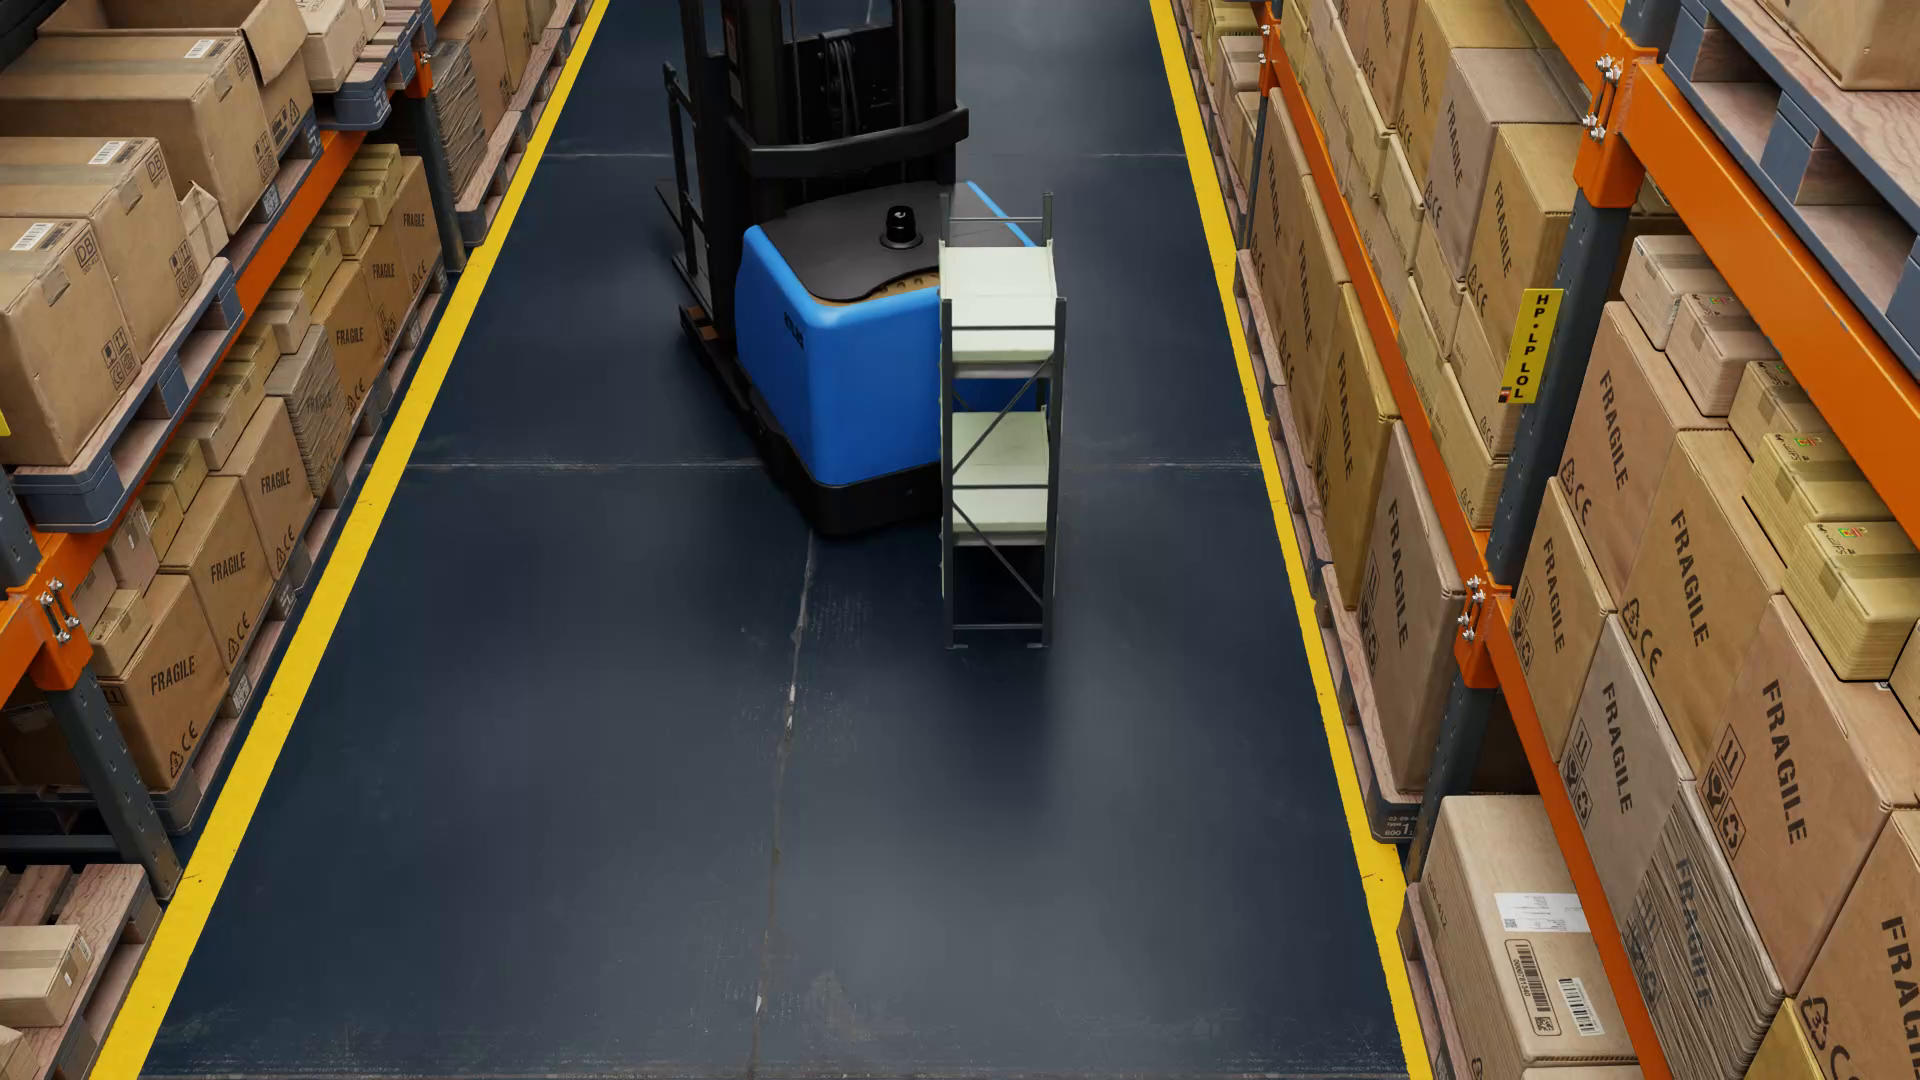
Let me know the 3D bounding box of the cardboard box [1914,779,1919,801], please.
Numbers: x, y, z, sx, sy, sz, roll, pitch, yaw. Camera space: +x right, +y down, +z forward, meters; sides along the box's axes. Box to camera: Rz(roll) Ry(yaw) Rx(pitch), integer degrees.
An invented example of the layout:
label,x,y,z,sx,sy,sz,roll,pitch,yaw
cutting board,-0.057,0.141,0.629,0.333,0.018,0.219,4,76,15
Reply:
label,x,y,z,sx,sy,sz,roll,pitch,yaw
cardboard box,1.667,0.410,2.442,0.380,0.149,0.250,0,39,0

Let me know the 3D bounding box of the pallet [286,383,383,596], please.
label,x,y,z,sx,sy,sz,roll,pitch,yaw
pallet,-3.064,-0.237,6.877,1.003,0.211,1.213,0,39,0

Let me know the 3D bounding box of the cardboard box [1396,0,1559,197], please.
label,x,y,z,sx,sy,sz,roll,pitch,yaw
cardboard box,1.703,-1.407,5.227,0.500,0.500,0.500,1,39,1

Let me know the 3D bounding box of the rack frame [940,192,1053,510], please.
label,x,y,z,sx,sy,sz,roll,pitch,yaw
rack frame,0.129,-0.639,6.348,0.400,1.500,0.023,-1,39,-1

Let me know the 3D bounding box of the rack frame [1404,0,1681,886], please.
label,x,y,z,sx,sy,sz,roll,pitch,yaw
rack frame,1.943,-0.058,4.423,1.000,3.000,0.127,0,39,0

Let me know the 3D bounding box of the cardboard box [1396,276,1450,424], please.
label,x,y,z,sx,sy,sz,roll,pitch,yaw
cardboard box,1.691,-0.598,5.218,0.500,0.250,0.500,-1,39,-1

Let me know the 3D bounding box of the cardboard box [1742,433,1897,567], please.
label,x,y,z,sx,sy,sz,roll,pitch,yaw
cardboard box,1.682,-0.067,3.037,0.380,0.149,0.250,0,39,0

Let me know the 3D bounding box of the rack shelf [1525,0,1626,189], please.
label,x,y,z,sx,sy,sz,roll,pitch,yaw
rack shelf,1.941,-2.198,5.271,1.077,0.370,4.000,0,39,0

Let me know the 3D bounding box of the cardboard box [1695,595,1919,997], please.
label,x,y,z,sx,sy,sz,roll,pitch,yaw
cardboard box,1.685,0.447,2.914,0.500,0.500,0.500,1,39,1

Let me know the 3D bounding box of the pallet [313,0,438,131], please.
label,x,y,z,sx,sy,sz,roll,pitch,yaw
pallet,-2.954,-2.055,7.069,1.213,0.211,1.003,0,39,0

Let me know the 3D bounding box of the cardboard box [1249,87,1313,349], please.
label,x,y,z,sx,sy,sz,roll,pitch,yaw
cardboard box,1.856,-1.462,7.539,0.875,0.875,0.875,0,39,0

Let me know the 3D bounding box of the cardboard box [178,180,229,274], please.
label,x,y,z,sx,sy,sz,roll,pitch,yaw
cardboard box,-2.638,-1.032,5.411,0.396,0.266,0.258,2,39,2

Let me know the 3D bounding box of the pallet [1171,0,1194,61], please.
label,x,y,z,sx,sy,sz,roll,pitch,yaw
pallet,1.936,-3.486,10.931,1.003,0.211,1.213,0,39,0

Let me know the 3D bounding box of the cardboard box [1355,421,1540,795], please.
label,x,y,z,sx,sy,sz,roll,pitch,yaw
cardboard box,1.862,0.220,5.440,0.875,0.875,0.875,1,39,1

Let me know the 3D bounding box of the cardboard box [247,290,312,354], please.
label,x,y,z,sx,sy,sz,roll,pitch,yaw
cardboard box,-2.798,-0.857,6.565,0.380,0.149,0.250,-2,39,-2

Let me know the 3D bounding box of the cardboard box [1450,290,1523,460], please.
label,x,y,z,sx,sy,sz,roll,pitch,yaw
cardboard box,1.699,-0.470,4.658,0.500,0.250,0.500,0,39,0

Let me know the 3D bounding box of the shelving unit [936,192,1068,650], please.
label,x,y,z,sx,sy,sz,roll,pitch,yaw
shelving unit,0.135,-0.410,6.063,0.431,1.500,0.755,-1,39,-1

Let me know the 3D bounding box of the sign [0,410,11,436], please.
label,x,y,z,sx,sy,sz,roll,pitch,yaw
sign,-2.478,-0.395,4.152,0.100,0.325,0.005,0,39,0

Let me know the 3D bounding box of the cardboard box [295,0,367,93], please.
label,x,y,z,sx,sy,sz,roll,pitch,yaw
cardboard box,-2.700,-1.999,6.630,0.500,0.250,0.500,-2,39,-2

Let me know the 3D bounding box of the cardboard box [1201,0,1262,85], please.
label,x,y,z,sx,sy,sz,roll,pitch,yaw
cardboard box,1.944,-2.987,9.844,0.950,0.372,0.625,1,39,1

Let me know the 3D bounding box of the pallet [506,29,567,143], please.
label,x,y,z,sx,sy,sz,roll,pitch,yaw
pallet,-2.986,-2.741,10.002,1.003,0.211,1.213,0,39,0

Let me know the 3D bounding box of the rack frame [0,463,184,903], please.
label,x,y,z,sx,sy,sz,roll,pitch,yaw
rack frame,-3.021,-0.052,4.416,1.000,3.000,0.127,0,39,0

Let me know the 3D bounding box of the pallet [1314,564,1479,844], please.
label,x,y,z,sx,sy,sz,roll,pitch,yaw
pallet,1.867,0.548,5.898,1.003,0.211,1.213,0,39,0

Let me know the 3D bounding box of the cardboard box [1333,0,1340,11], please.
label,x,y,z,sx,sy,sz,roll,pitch,yaw
cardboard box,1.705,-2.370,6.429,0.500,0.500,0.500,0,39,0

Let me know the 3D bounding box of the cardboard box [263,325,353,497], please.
label,x,y,z,sx,sy,sz,roll,pitch,yaw
cardboard box,-2.797,-0.512,6.654,0.500,0.500,0.500,-1,39,-2

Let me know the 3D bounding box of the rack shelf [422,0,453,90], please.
label,x,y,z,sx,sy,sz,roll,pitch,yaw
rack shelf,-3.027,-3.523,9.323,1.077,0.370,4.000,0,39,0

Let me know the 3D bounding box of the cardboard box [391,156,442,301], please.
label,x,y,z,sx,sy,sz,roll,pitch,yaw
cardboard box,-2.810,-1.477,7.858,0.500,0.500,0.500,1,39,1

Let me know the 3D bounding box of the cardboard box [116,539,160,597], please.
label,x,y,z,sx,sy,sz,roll,pitch,yaw
cardboard box,-2.833,0.109,5.360,0.380,0.149,0.250,-1,39,-1

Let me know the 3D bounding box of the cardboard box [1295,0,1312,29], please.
label,x,y,z,sx,sy,sz,roll,pitch,yaw
cardboard box,1.692,-2.379,7.040,0.500,0.250,0.500,0,39,0

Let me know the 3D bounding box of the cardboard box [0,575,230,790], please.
label,x,y,z,sx,sy,sz,roll,pitch,yaw
cardboard box,-2.796,0.457,5.444,0.500,0.500,0.500,2,39,2

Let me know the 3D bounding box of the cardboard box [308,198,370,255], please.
label,x,y,z,sx,sy,sz,roll,pitch,yaw
cardboard box,-2.784,-1.351,7.181,0.380,0.149,0.250,-1,39,-2

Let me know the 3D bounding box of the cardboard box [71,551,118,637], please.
label,x,y,z,sx,sy,sz,roll,pitch,yaw
cardboard box,-2.815,0.166,5.051,0.380,0.149,0.250,-1,39,-1

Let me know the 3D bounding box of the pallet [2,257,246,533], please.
label,x,y,z,sx,sy,sz,roll,pitch,yaw
pallet,-2.912,-0.477,5.100,1.003,0.211,1.213,0,39,0

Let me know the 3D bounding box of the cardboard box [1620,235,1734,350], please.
label,x,y,z,sx,sy,sz,roll,pitch,yaw
cardboard box,1.684,-0.542,3.630,0.380,0.149,0.250,-1,39,-1

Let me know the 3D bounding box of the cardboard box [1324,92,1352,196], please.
label,x,y,z,sx,sy,sz,roll,pitch,yaw
cardboard box,1.701,-1.545,6.400,0.500,0.250,0.500,1,39,1

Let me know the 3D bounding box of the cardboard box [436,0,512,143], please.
label,x,y,z,sx,sy,sz,roll,pitch,yaw
cardboard box,-3.021,-2.589,9.145,0.875,0.625,0.625,1,39,1

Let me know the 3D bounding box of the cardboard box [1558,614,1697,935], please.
label,x,y,z,sx,sy,sz,roll,pitch,yaw
cardboard box,1.678,0.512,3.633,0.500,0.500,0.500,0,39,0

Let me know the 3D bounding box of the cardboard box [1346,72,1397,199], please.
label,x,y,z,sx,sy,sz,roll,pitch,yaw
cardboard box,1.667,-1.427,5.852,0.500,0.250,0.500,1,39,1

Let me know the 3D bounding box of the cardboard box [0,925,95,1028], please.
label,x,y,z,sx,sy,sz,roll,pitch,yaw
cardboard box,-2.726,1.245,4.742,0.380,0.149,0.250,-1,39,-1

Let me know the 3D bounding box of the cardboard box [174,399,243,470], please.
label,x,y,z,sx,sy,sz,roll,pitch,yaw
cardboard box,-2.821,-0.379,5.969,0.380,0.149,0.250,0,39,0

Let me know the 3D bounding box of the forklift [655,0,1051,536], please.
label,x,y,z,sx,sy,sz,roll,pitch,yaw
forklift,-0.682,-2.081,7.004,1.130,2.935,3.031,-16,41,-19
